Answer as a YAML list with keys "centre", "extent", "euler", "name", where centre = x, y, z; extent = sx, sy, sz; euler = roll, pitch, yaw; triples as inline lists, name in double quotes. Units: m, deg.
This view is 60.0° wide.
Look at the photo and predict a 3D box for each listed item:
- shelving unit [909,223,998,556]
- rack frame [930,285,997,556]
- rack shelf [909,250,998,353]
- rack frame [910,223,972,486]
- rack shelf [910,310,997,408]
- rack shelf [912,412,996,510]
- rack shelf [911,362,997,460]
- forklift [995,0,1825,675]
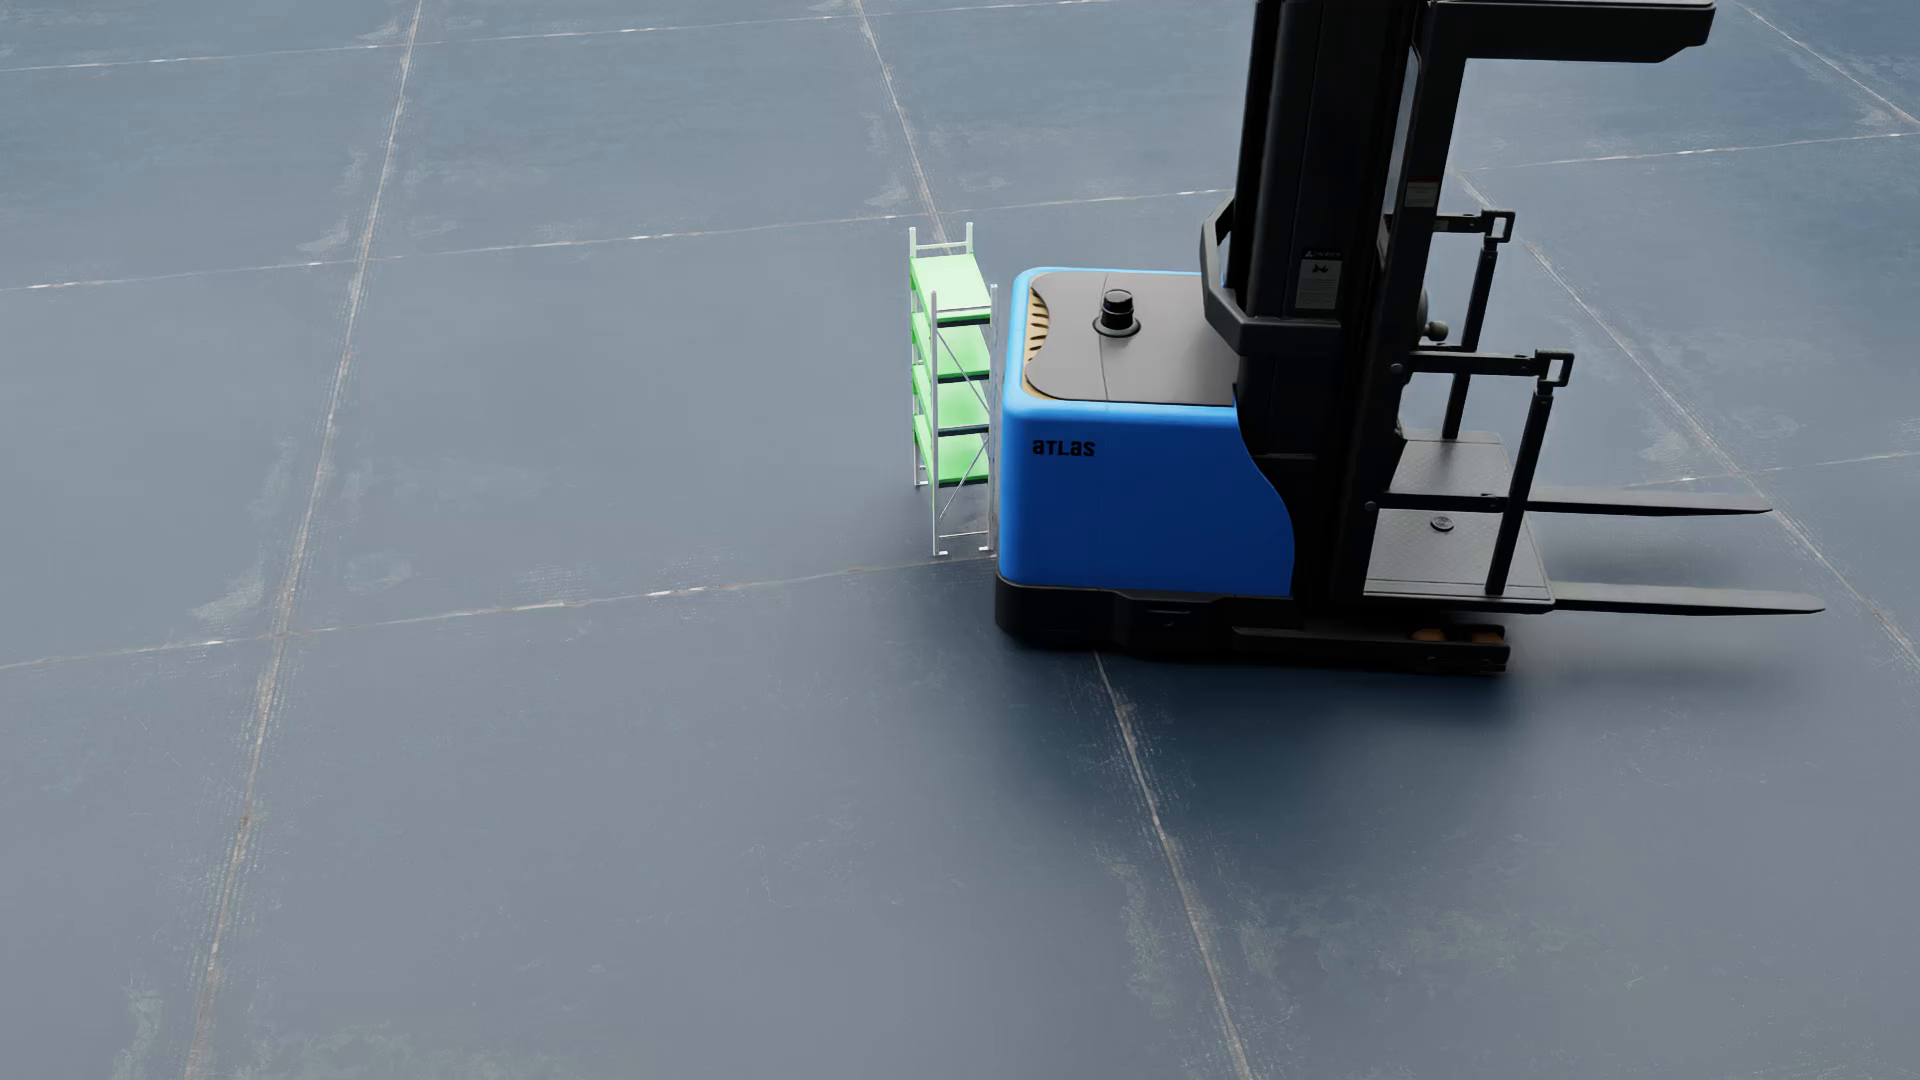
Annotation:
- centre: [-0.029, -0.574, 6.511]
  extent: [0.258, 1.200, 0.503]
  euler: [-6, 38, -8]
  name: "shelving unit"
- centre: [0.014, -0.426, 6.321]
  extent: [0.240, 1.200, 0.015]
  euler: [-6, 38, -8]
  name: "rack frame"
- centre: [-0.029, -0.902, 6.255]
  extent: [0.258, 0.148, 0.480]
  euler: [-6, 38, -8]
  name: "rack shelf"
- centre: [-0.072, -0.721, 6.700]
  extent: [0.240, 1.200, 0.015]
  euler: [-6, 38, -8]
  name: "rack frame"
- centre: [-0.029, -0.713, 6.403]
  extent: [0.258, 0.148, 0.480]
  euler: [-6, 38, -8]
  name: "rack shelf"
- centre: [-0.029, -0.334, 6.697]
  extent: [0.258, 0.148, 0.480]
  euler: [-6, 38, -8]
  name: "rack shelf"
- centre: [-0.029, -0.523, 6.550]
  extent: [0.258, 0.148, 0.480]
  euler: [-6, 38, -8]
  name: "rack shelf"
- centre: [1.672, -1.000, 5.648]
  extent: [3.031, 2.935, 1.130]
  euler: [3, 38, 3]
  name: "forklift"
